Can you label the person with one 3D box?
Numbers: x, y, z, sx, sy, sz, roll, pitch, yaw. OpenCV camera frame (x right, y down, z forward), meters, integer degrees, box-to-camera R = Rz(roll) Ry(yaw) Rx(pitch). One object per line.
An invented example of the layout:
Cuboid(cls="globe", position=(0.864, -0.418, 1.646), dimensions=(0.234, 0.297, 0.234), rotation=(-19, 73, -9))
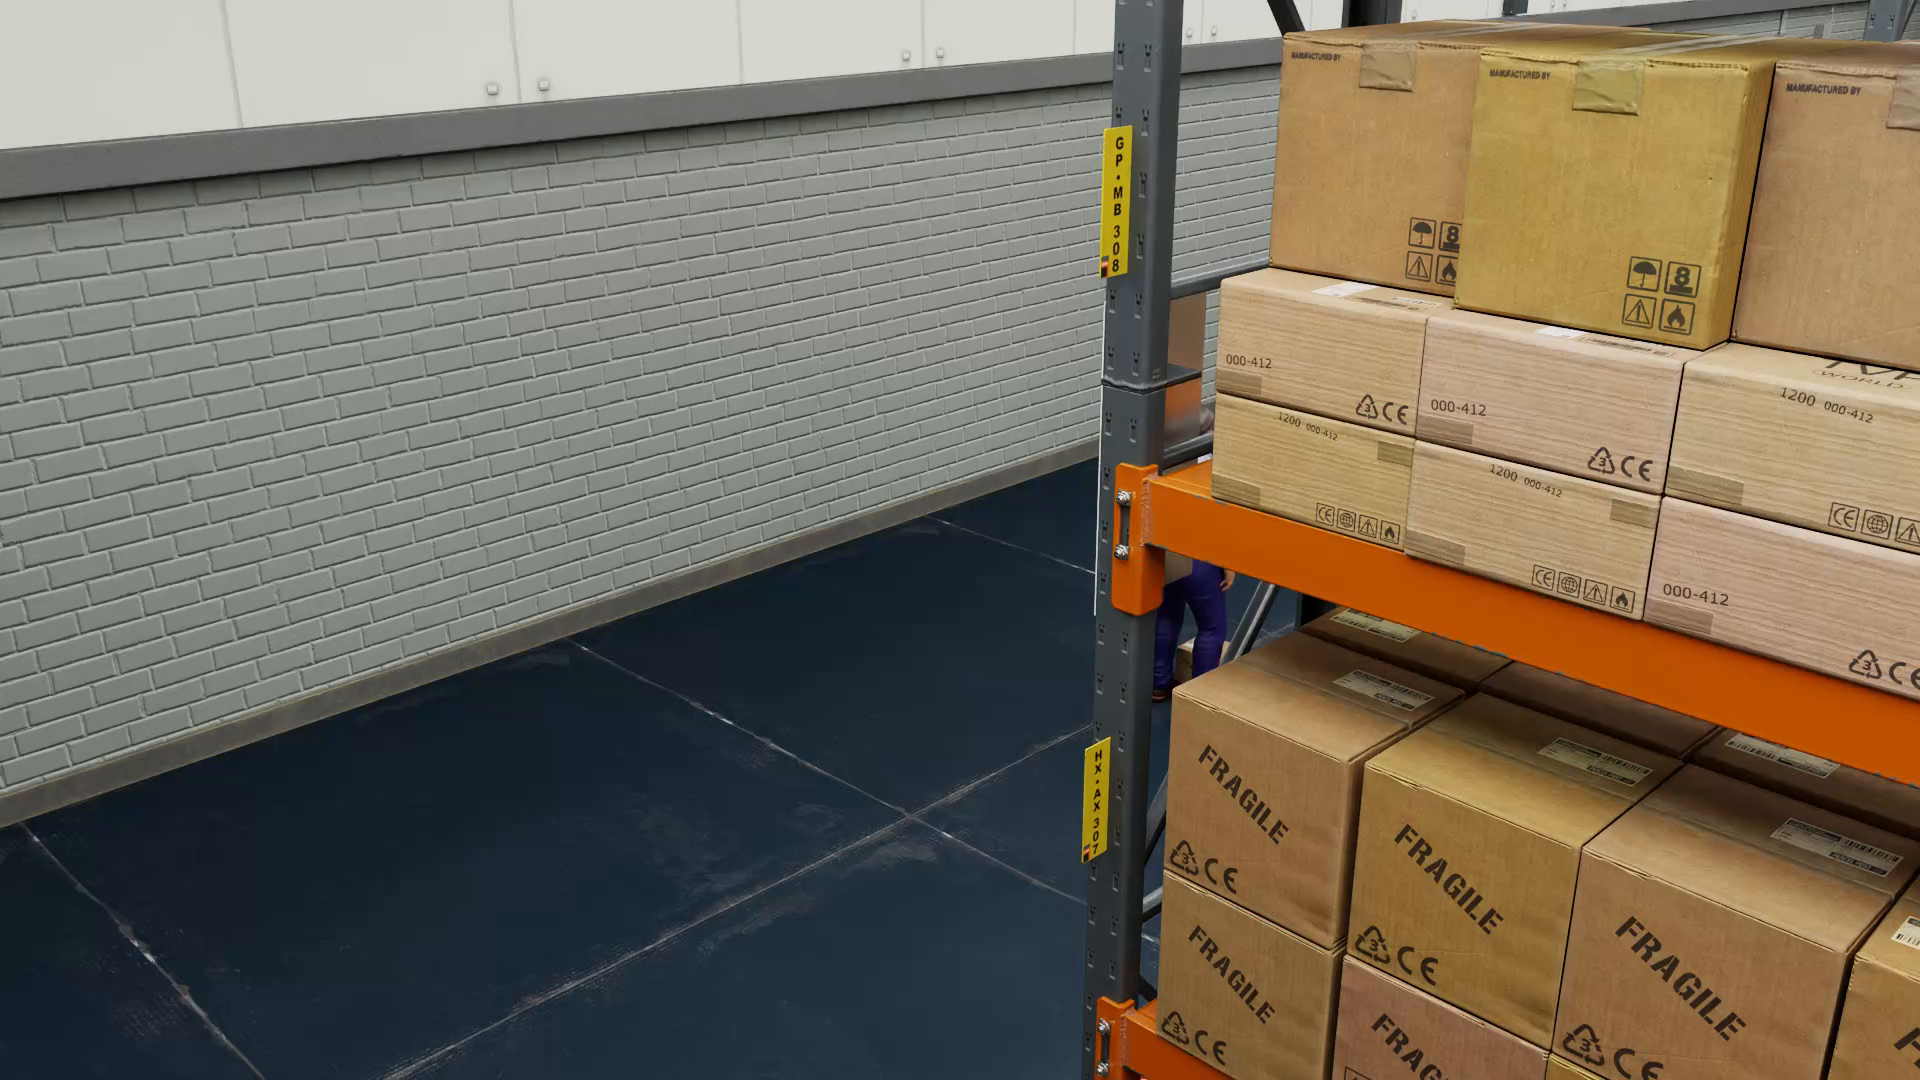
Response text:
Cuboid(cls="person", position=(1.215, 0.111, 8.795), dimensions=(0.540, 1.652, 0.369), rotation=(19, 28, 41))
